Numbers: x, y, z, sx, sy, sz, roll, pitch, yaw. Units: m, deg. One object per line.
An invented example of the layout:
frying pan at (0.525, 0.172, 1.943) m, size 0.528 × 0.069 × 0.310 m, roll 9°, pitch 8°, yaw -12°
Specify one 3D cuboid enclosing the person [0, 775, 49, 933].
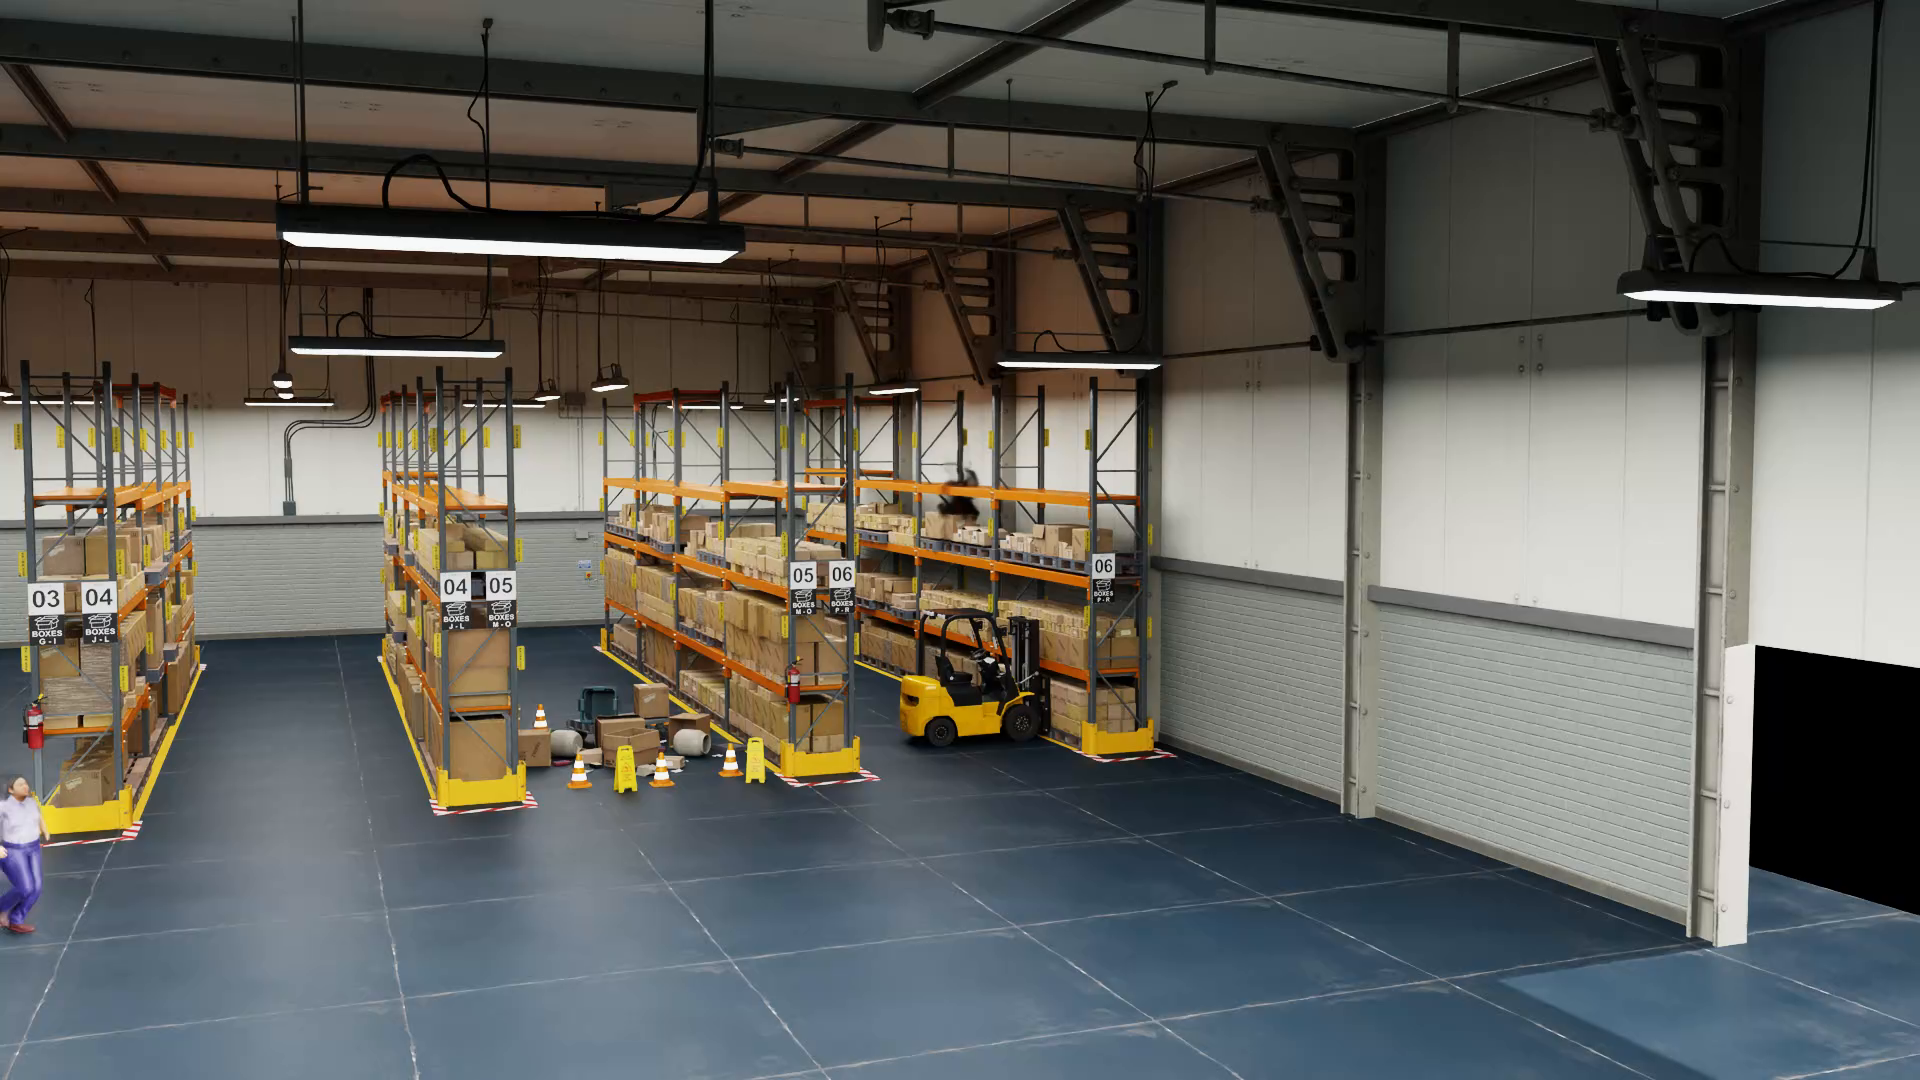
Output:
person at (-9.492, 3.189, 16.832) m, size 0.506 × 1.596 × 0.668 m, roll 1°, pitch 4°, yaw 20°
